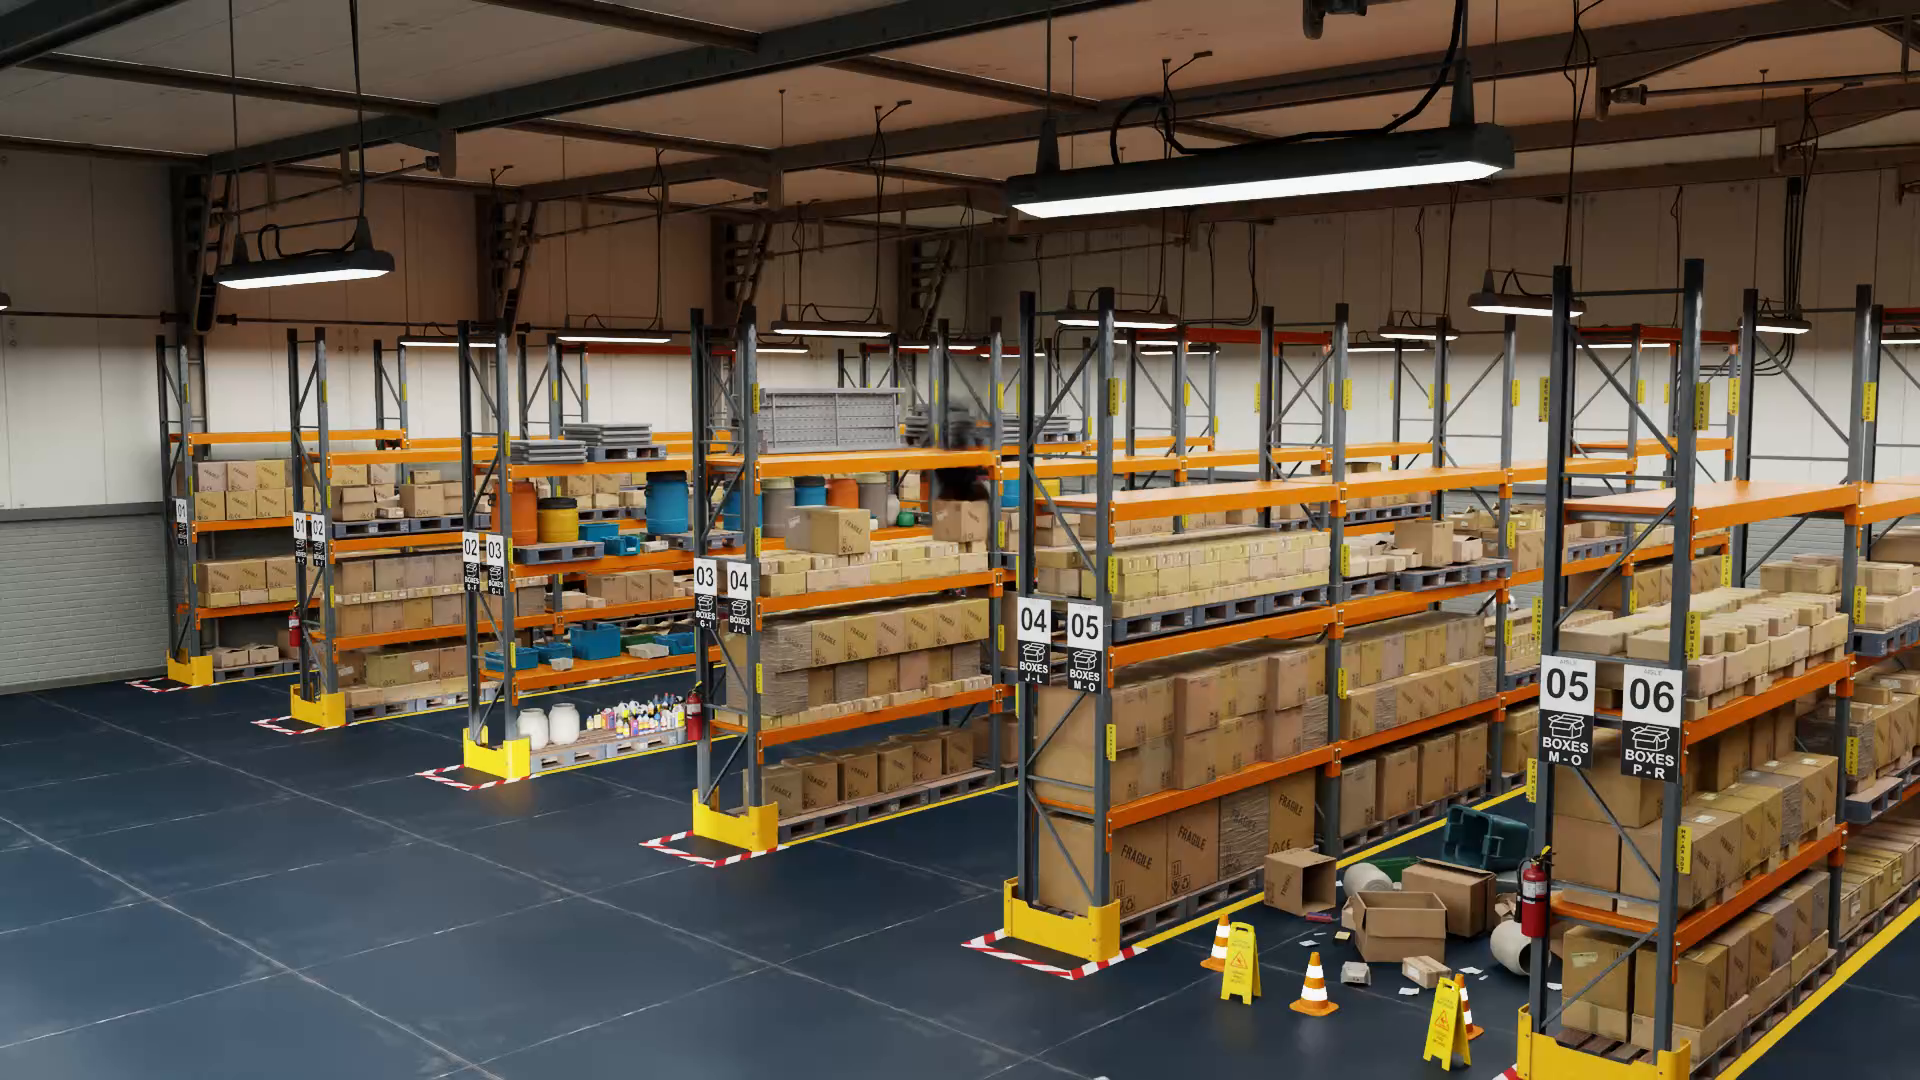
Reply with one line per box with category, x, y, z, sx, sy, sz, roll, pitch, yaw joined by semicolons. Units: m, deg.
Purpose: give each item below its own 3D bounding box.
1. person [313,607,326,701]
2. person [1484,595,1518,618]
person;-10.349;1.831;27.232;0.538;1.592;0.812;3;6;26
person;9.608;1.544;29.526;0.590;1.689;0.935;1;5;9
